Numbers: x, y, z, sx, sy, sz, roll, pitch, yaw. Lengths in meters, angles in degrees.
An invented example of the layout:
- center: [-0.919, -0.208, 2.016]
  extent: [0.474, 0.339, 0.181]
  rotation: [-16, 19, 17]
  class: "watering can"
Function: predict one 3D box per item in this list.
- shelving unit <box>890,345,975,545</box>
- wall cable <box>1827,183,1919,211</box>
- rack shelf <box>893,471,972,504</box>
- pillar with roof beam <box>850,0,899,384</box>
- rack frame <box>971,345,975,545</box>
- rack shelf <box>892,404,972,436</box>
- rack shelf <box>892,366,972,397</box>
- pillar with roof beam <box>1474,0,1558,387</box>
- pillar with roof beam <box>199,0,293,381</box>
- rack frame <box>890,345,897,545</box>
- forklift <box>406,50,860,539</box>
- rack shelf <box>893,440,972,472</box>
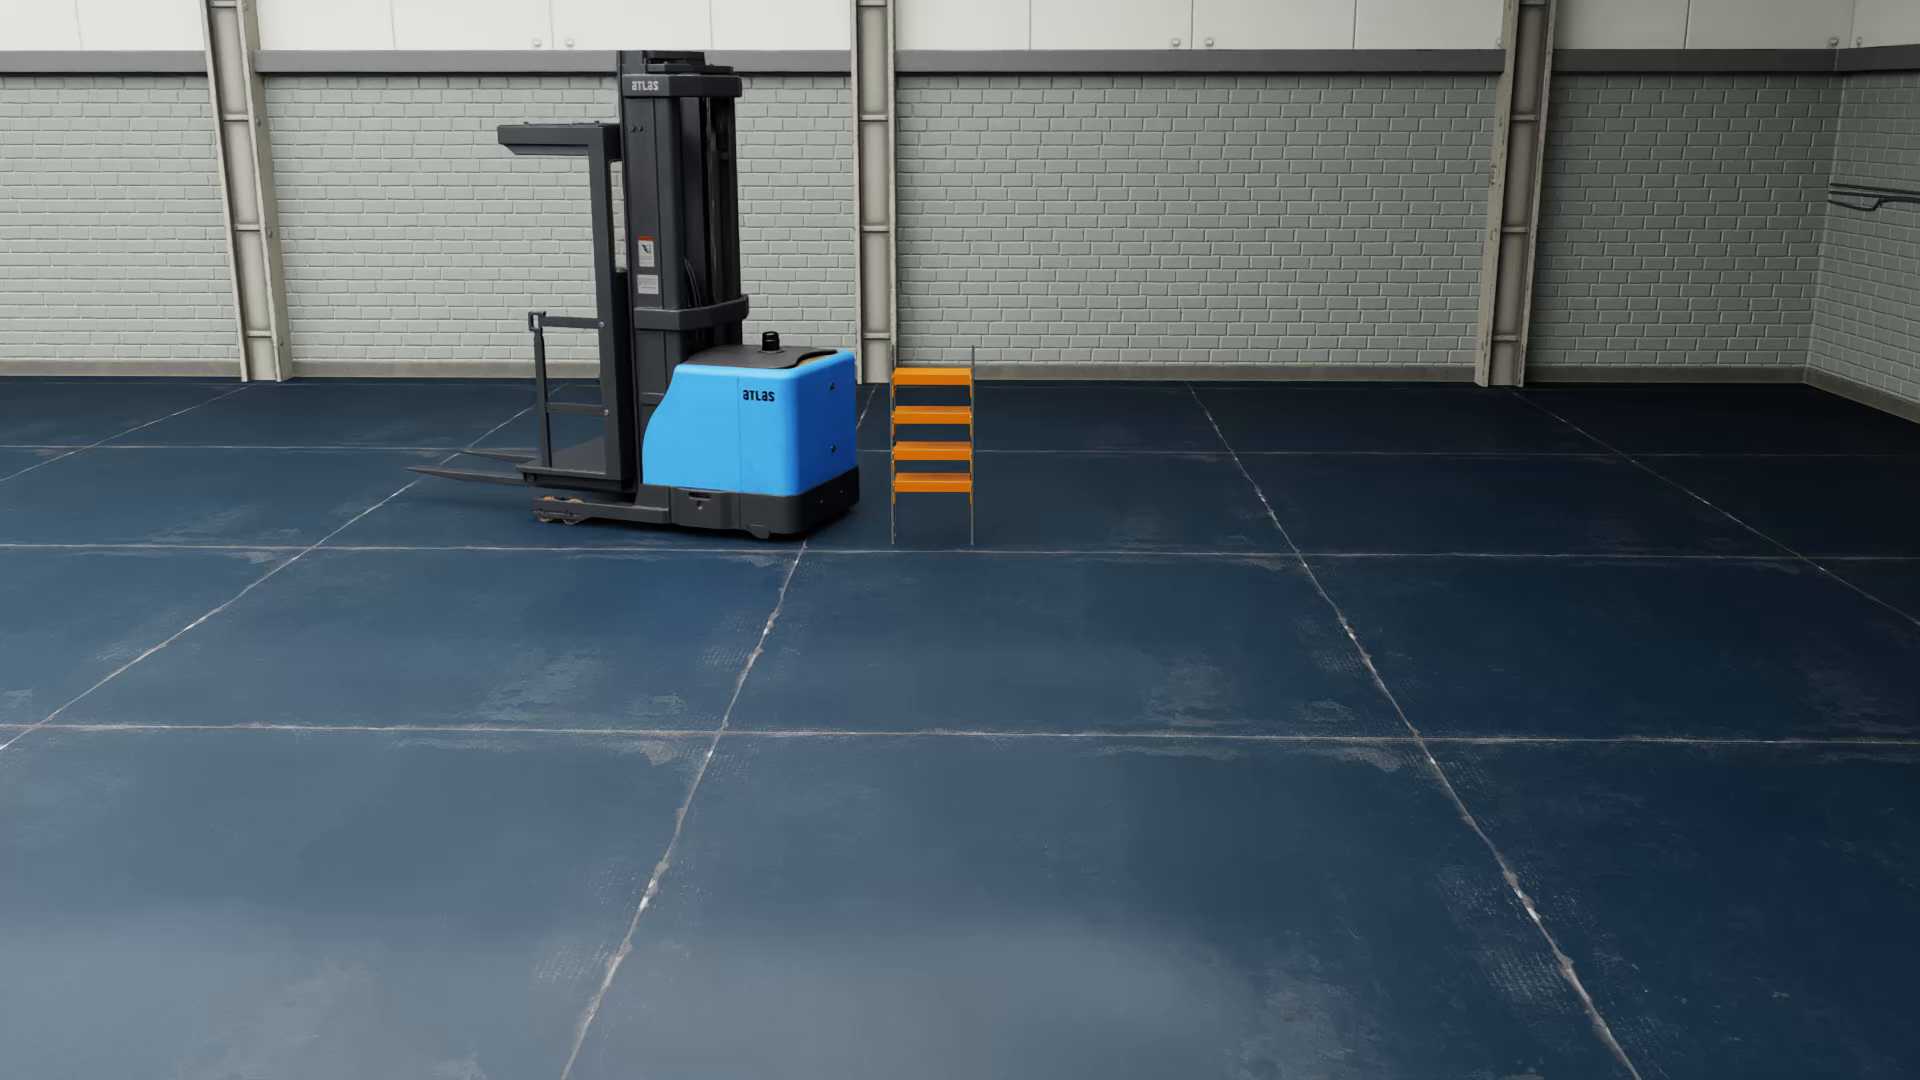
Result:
- center: [-0.165, -0.581, 10.191]
  extent: [0.503, 1.200, 0.258]
  rotation: [0, 15, 1]
  class: "shelving unit"
- center: [8.109, -4.000, 13.946]
  extent: [0.112, 2.526, 3.097]
  rotation: [0, 15, 1]
  class: "wall cable"
- center: [-0.165, -0.324, 10.259]
  extent: [0.480, 0.148, 0.258]
  rotation: [0, 15, 1]
  class: "rack shelf"
- center: [-0.911, -4.799, 10.888]
  extent: [0.400, 9.000, 9.100]
  rotation: [0, 15, 1]
  class: "pillar with roof beam"
- center: [0.078, -0.580, 10.185]
  extent: [0.015, 1.200, 0.240]
  rotation: [0, 15, 1]
  class: "rack frame"
- center: [-0.165, -0.732, 10.151]
  extent: [0.480, 0.148, 0.258]
  rotation: [0, 15, 1]
  class: "rack shelf"
- center: [-0.165, -0.961, 10.091]
  extent: [0.480, 0.148, 0.258]
  rotation: [0, 15, 1]
  class: "rack shelf"
- center: [5.087, -4.760, 10.740]
  extent: [0.400, 9.000, 9.100]
  rotation: [0, 15, 1]
  class: "pillar with roof beam"
- center: [-6.909, -4.838, 11.036]
  extent: [0.400, 9.000, 9.100]
  rotation: [0, 15, 1]
  class: "pillar with roof beam"
- center: [-0.409, -0.583, 10.197]
  extent: [0.015, 1.200, 0.240]
  rotation: [0, 15, 1]
  class: "rack frame"
- center: [-2.240, -1.635, 10.791]
  extent: [3.031, 2.935, 1.130]
  rotation: [5, 16, 20]
  class: "forklift"
- center: [-0.165, -0.516, 10.208]
  extent: [0.480, 0.148, 0.258]
  rotation: [0, 15, 1]
  class: "rack shelf"
